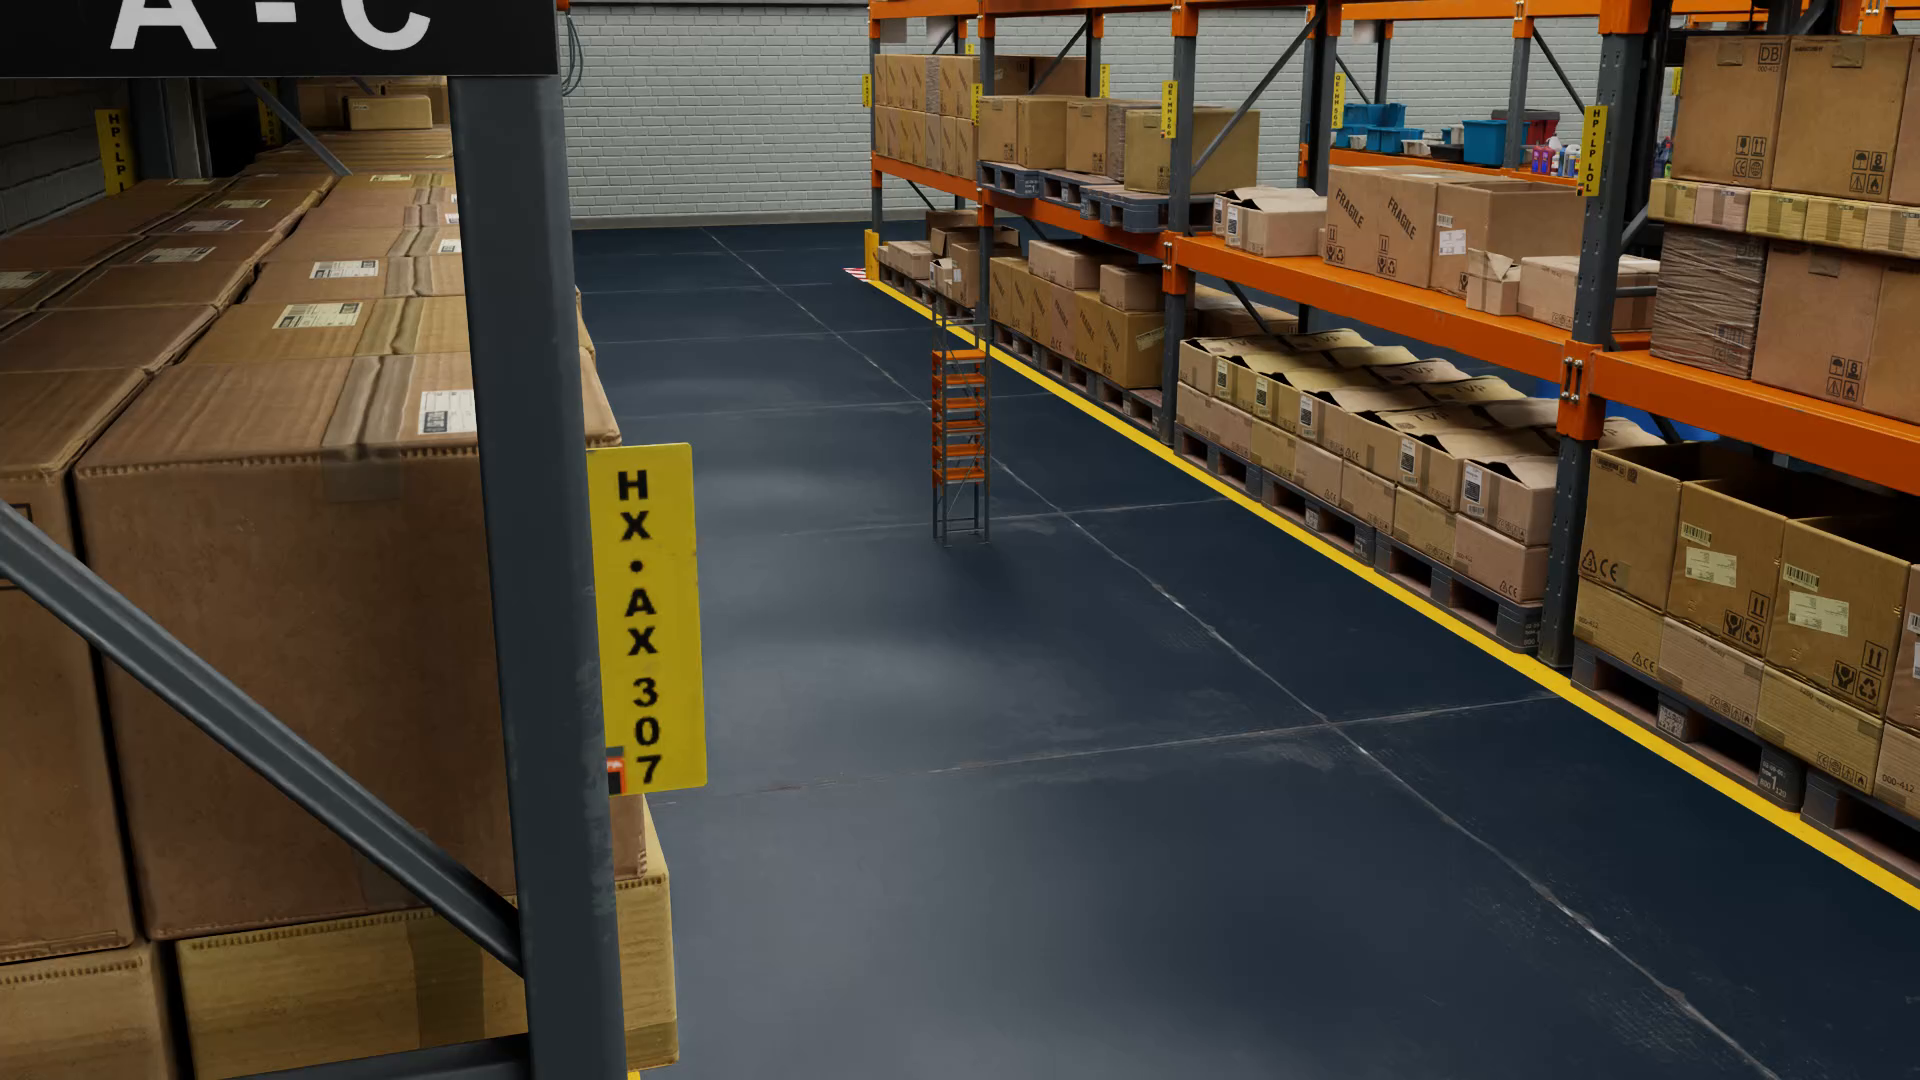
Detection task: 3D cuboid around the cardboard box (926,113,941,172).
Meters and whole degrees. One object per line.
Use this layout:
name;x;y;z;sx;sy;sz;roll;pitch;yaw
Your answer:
cardboard box;-0.011;-3.630;15.147;0.500;0.500;0.500;-4;17;-14

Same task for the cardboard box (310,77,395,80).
cardboard box;-3.794;-2.771;10.433;0.500;0.250;0.500;-5;17;-17

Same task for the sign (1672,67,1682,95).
sign;8.551;-5.478;19.833;0.100;0.325;0.005;-5;17;-15

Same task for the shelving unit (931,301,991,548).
shelving unit;0.004;-0.571;8.266;0.258;1.200;0.189;-5;17;-15

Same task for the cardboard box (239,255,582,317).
cardboard box;-0.909;-0.201;2.829;0.500;0.500;0.500;-5;18;-17

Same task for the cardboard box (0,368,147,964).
cardboard box;-1.138;0.122;1.754;0.500;0.500;0.500;-5;17;-16

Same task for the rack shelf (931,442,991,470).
rack shelf;0.004;-0.413;8.313;0.258;0.103;0.180;-5;17;-15

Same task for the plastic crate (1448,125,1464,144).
plastic crate;5.181;-3.979;16.585;0.437;0.282;0.530;-5;17;-15

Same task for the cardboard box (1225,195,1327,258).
cardboard box;1.819;-1.767;9.277;0.500;0.311;0.500;-5;17;-16

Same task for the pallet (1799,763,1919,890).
pallet;3.376;0.930;4.988;1.003;0.211;1.213;-5;17;-15

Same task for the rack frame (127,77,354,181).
rack frame;-1.903;-0.574;5.148;1.000;3.000;0.127;-5;17;-15

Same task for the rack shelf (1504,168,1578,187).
rack shelf;5.973;-2.672;13.384;1.077;0.370;4.000;-5;17;-15

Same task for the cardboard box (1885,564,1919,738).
cardboard box;3.099;0.358;4.792;0.500;0.500;0.500;-5;17;-15

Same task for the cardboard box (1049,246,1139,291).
cardboard box;0.972;-1.984;12.118;0.500;0.250;0.500;-5;17;-16

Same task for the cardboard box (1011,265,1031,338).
cardboard box;0.716;-1.893;13.121;0.500;0.500;0.500;-4;17;-14

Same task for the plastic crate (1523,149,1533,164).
plastic crate;5.433;-3.612;15.618;0.396;0.136;0.243;-5;17;-15

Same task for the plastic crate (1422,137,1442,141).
plastic crate;4.988;-4.131;17.343;0.298;0.136;0.250;-5;17;-15

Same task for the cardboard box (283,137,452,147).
cardboard box;-2.500;-1.467;7.182;0.700;0.500;0.500;-5;17;-15

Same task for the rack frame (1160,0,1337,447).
rack frame;1.759;-2.073;10.139;1.000;3.000;0.127;-5;17;-15

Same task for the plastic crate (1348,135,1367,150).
plastic crate;4.271;-4.202;17.579;0.250;0.136;0.298;-5;17;-15

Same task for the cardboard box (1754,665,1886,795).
cardboard box;2.959;0.579;5.360;0.500;0.250;0.500;-5;17;-15

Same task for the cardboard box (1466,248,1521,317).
cardboard box;2.440;-1.131;7.236;0.396;0.266;0.258;-5;17;-17

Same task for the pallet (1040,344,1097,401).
pallet;1.259;-1.284;12.359;1.003;0.211;1.213;-5;17;-15

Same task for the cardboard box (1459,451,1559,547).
cardboard box;2.472;-0.209;7.007;0.500;0.311;0.500;-5;17;-15

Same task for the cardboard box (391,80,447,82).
cardboard box;-3.028;-2.534;9.644;0.500;0.250;0.500;-5;17;-16

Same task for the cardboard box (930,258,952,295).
cardboard box;0.025;-2.445;15.286;0.500;0.311;0.500;-5;17;-15

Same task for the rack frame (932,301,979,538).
rack frame;-0.021;-0.596;8.350;0.240;1.200;0.006;-5;17;-15

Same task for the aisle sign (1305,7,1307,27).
aisle sign;4.019;-5.918;18.420;0.394;0.787;0.004;-5;17;-15

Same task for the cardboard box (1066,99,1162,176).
cardboard box;1.205;-2.944;12.137;0.700;0.500;0.500;-10;19;-29

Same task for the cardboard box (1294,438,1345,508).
cardboard box;2.049;-0.365;8.502;0.500;0.250;0.500;-4;17;-14

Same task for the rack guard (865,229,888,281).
rack guard;-0.418;-3.068;17.795;1.175;0.500;0.348;-5;17;-15

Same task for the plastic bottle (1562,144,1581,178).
plastic bottle;5.285;-3.251;14.277;0.152;0.276;0.135;-5;17;-15

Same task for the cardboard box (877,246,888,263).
cardboard box;-0.655;-2.988;17.376;0.380;0.149;0.250;-5;17;-15

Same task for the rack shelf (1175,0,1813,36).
rack shelf;2.309;-2.612;7.969;1.077;0.370;4.000;-5;17;-15

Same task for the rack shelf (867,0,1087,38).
rack shelf;0.110;-4.825;15.336;1.077;0.370;4.000;-5;17;-15

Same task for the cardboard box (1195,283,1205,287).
cardboard box;1.478;-1.662;12.352;0.500;0.500;0.500;-5;18;-17

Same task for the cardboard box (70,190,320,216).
cardboard box;-1.837;-0.581;4.094;0.500;0.500;0.500;-5;17;-16

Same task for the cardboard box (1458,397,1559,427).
cardboard box;2.709;-0.535;8.095;0.500;0.311;0.500;-5;18;-17

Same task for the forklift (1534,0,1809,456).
forklift;4.642;-2.071;10.251;1.130;2.935;3.031;12;21;36

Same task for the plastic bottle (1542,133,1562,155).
plastic bottle;5.220;-3.412;14.683;0.144;0.351;0.185;-5;17;-15

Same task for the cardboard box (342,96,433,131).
cardboard box;-2.776;-2.069;8.058;0.380;0.149;0.250;-8;18;-24

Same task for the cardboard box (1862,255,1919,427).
cardboard box;3.272;-0.608;5.087;0.700;0.500;0.500;-4;17;-14

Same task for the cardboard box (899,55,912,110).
cardboard box;-0.287;-4.386;15.928;0.500;0.500;0.500;-4;17;-14

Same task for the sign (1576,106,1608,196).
sign;2.339;-1.437;6.148;0.100;0.325;0.005;-5;17;-15

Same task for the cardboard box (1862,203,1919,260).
cardboard box;3.028;-0.953;5.109;0.380;0.149;0.250;-5;18;-17

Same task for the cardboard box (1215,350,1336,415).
cardboard box;1.773;-0.913;9.352;0.500;0.311;0.500;-5;17;-17

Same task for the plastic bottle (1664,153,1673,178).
plastic bottle;5.600;-2.890;13.062;0.061;0.283;0.133;-5;17;-15

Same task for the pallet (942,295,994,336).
pallet;0.472;-2.034;14.856;1.003;0.211;1.213;-5;17;-15
